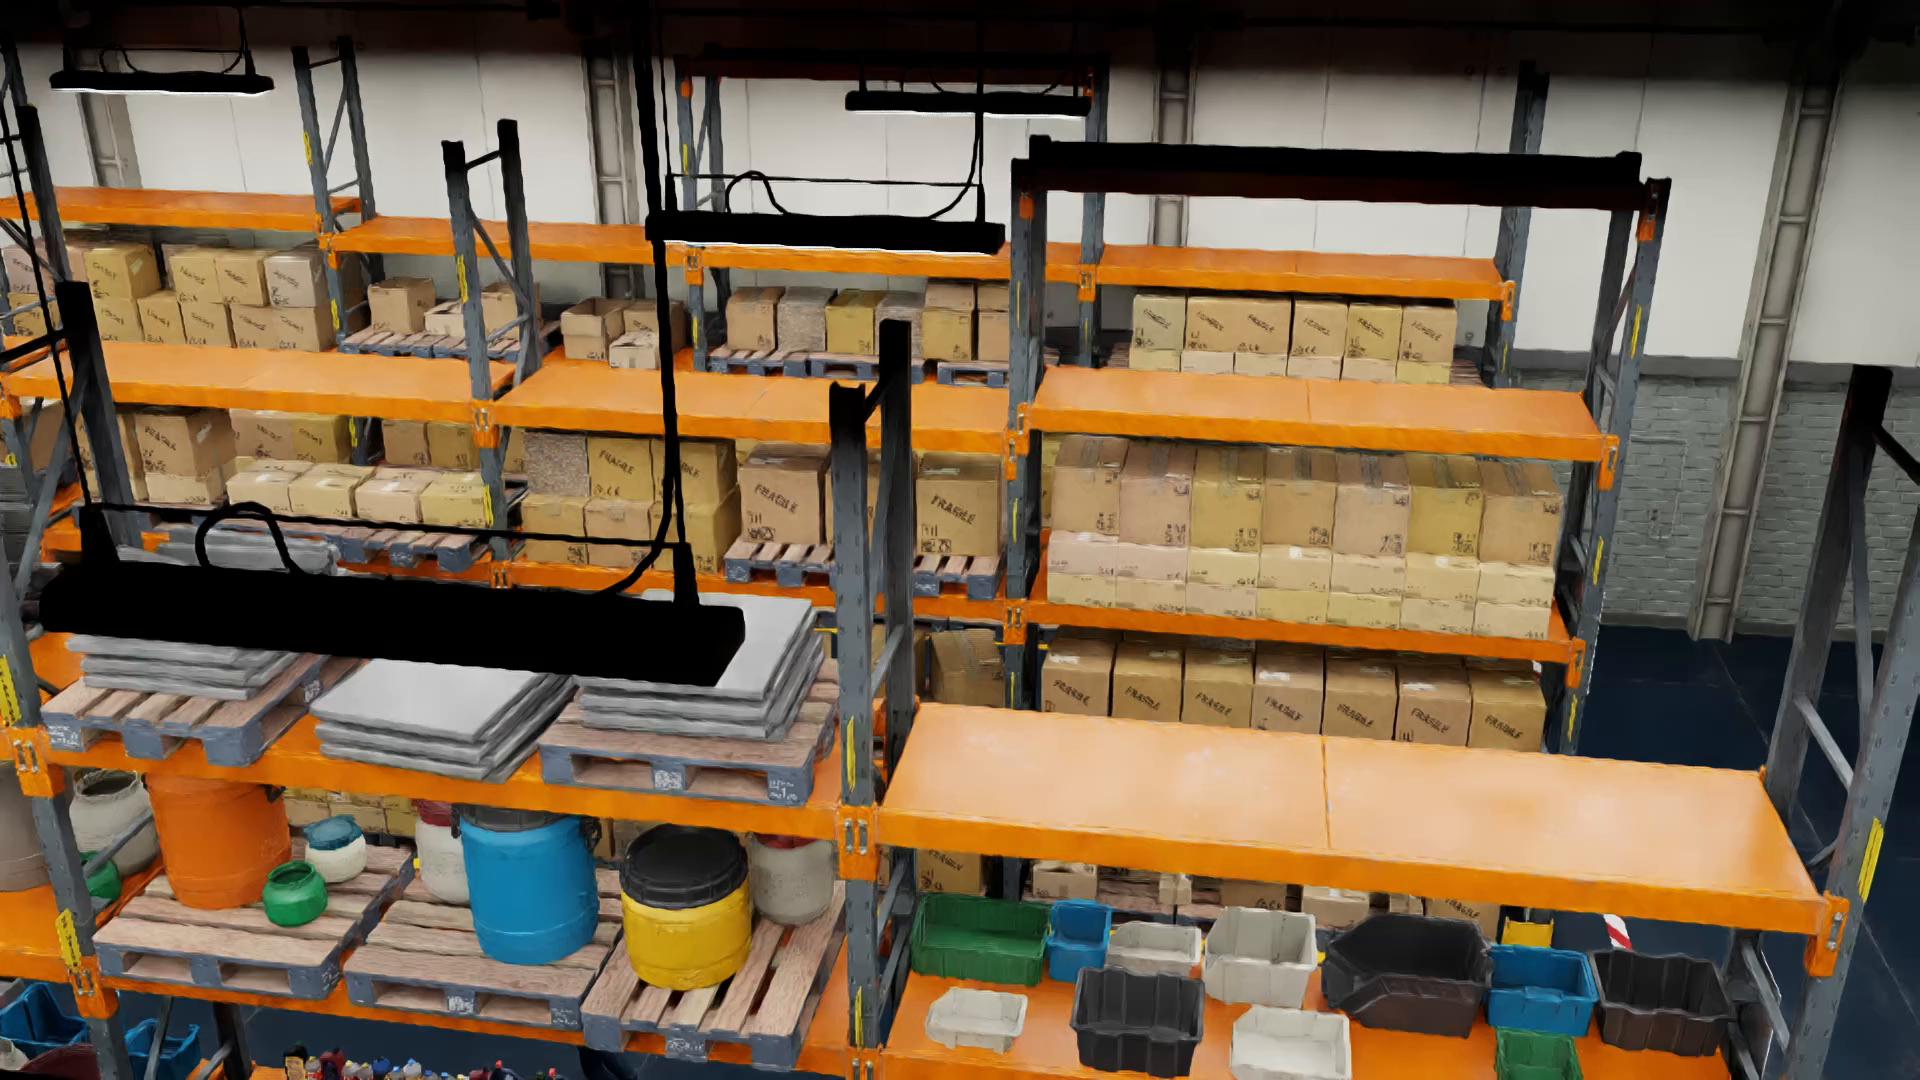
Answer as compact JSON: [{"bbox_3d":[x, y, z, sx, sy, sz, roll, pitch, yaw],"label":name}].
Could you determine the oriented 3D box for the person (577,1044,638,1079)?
[{"bbox_3d":[-2.406,3.153,10.988,0.519,1.539,0.566,3,23,7],"label":"person"}]
